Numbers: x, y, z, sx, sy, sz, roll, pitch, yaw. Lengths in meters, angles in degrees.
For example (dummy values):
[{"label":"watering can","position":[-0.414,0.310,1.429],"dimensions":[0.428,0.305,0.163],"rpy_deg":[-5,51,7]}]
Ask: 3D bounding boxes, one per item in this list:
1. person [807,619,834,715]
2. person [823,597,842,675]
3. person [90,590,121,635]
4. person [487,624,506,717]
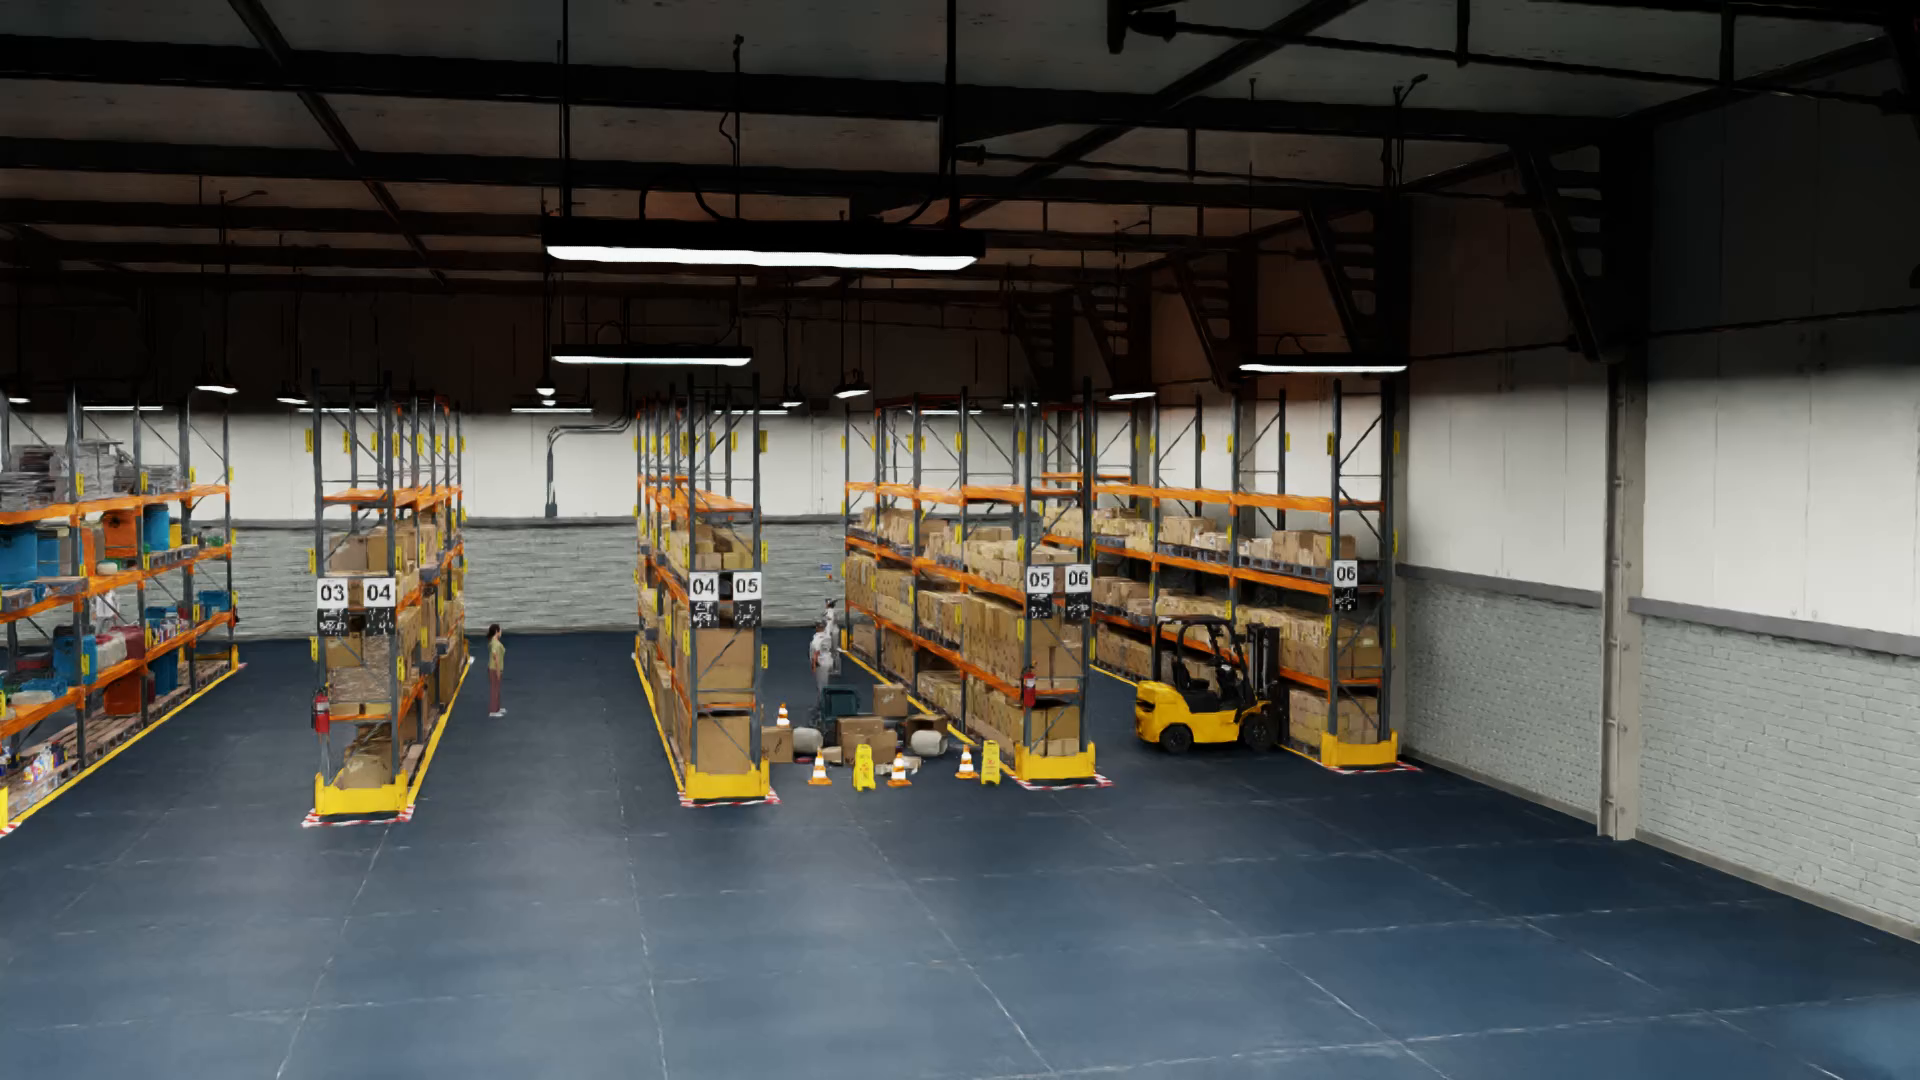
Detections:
[{"label":"person","position":[-2.611,2.335,30.800],"dimensions":[0.586,1.748,0.653],"rpy_deg":[1,3,16]},{"label":"person","position":[-2.806,2.073,36.063],"dimensions":[0.523,1.668,0.564],"rpy_deg":[0,3,4]},{"label":"person","position":[-20.764,1.815,40.410],"dimensions":[0.677,1.726,0.574],"rpy_deg":[-1,3,-16]},{"label":"person","position":[-8.515,2.380,30.572],"dimensions":[0.383,1.675,0.564],"rpy_deg":[-2,4,-26]}]
